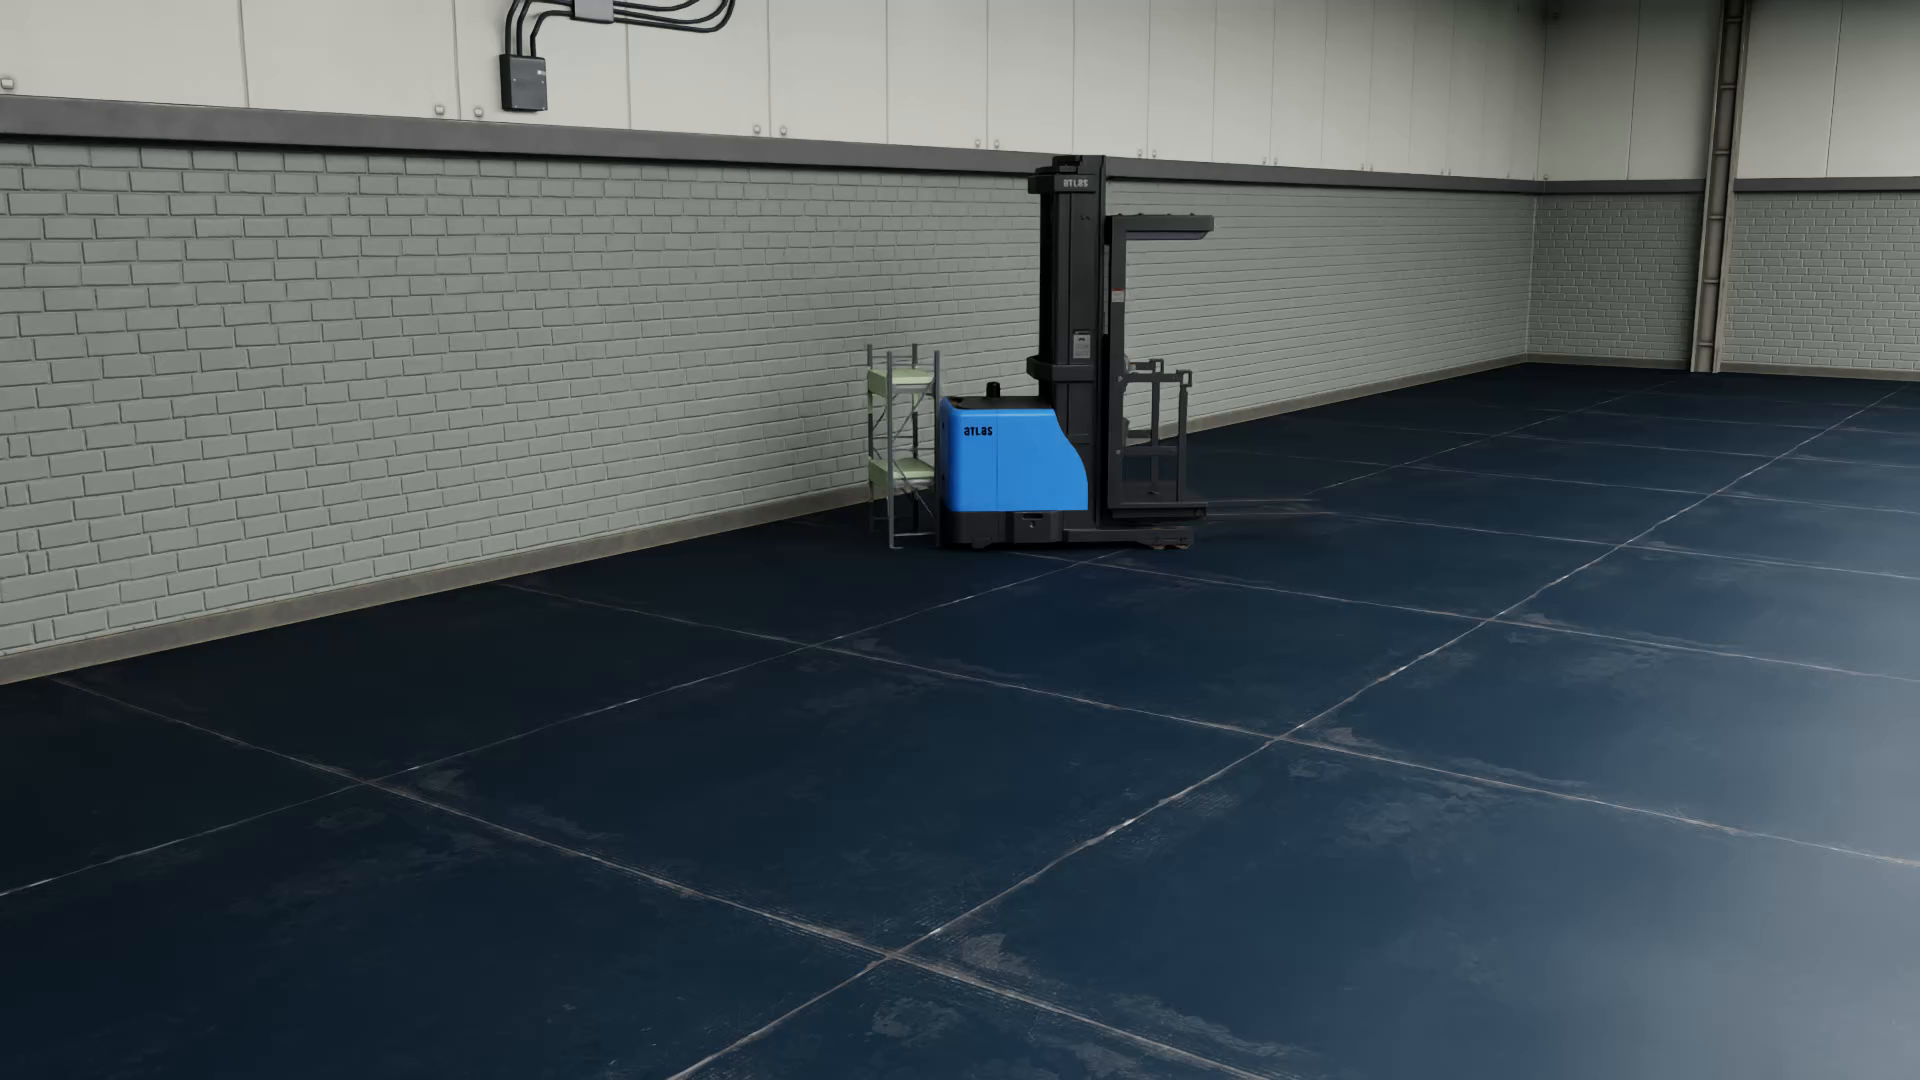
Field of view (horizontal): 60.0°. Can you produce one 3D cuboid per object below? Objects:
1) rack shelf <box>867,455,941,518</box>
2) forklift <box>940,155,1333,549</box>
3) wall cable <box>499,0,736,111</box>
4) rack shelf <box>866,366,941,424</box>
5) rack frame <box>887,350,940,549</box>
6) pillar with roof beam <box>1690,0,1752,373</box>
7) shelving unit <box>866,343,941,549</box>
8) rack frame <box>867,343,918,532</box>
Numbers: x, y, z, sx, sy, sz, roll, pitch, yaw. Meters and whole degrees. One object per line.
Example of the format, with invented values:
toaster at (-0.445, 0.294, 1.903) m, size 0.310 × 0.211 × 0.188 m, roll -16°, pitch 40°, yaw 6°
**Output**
rack shelf at (-0.443, -0.427, 13.007) m, size 0.431 × 0.370 × 0.720 m, roll -3°, pitch 11°, yaw -14°
forklift at (1.368, -1.466, 12.892) m, size 3.031 × 2.935 × 1.130 m, roll -1°, pitch 11°, yaw -5°
wall cable at (-2.349, -6.022, 11.511) m, size 0.169 × 6.003 × 2.305 m, roll 8°, pitch 13°, yaw 36°
rack shelf at (-0.443, -1.131, 12.871) m, size 0.431 × 0.370 × 0.720 m, roll -3°, pitch 11°, yaw -14°
rack frame at (-0.350, -0.680, 12.597) m, size 0.400 × 1.500 × 0.023 m, roll -3°, pitch 11°, yaw -14°
pillar with roof beam at (9.707, -6.530, 23.092) m, size 0.400 × 9.000 × 9.100 m, roll 8°, pitch 13°, yaw 36°
shelving unit at (-0.443, -0.748, 12.945) m, size 0.431 × 1.500 × 0.755 m, roll -3°, pitch 11°, yaw -14°
rack frame at (-0.535, -0.815, 13.293) m, size 0.400 × 1.500 × 0.023 m, roll -3°, pitch 11°, yaw -14°
